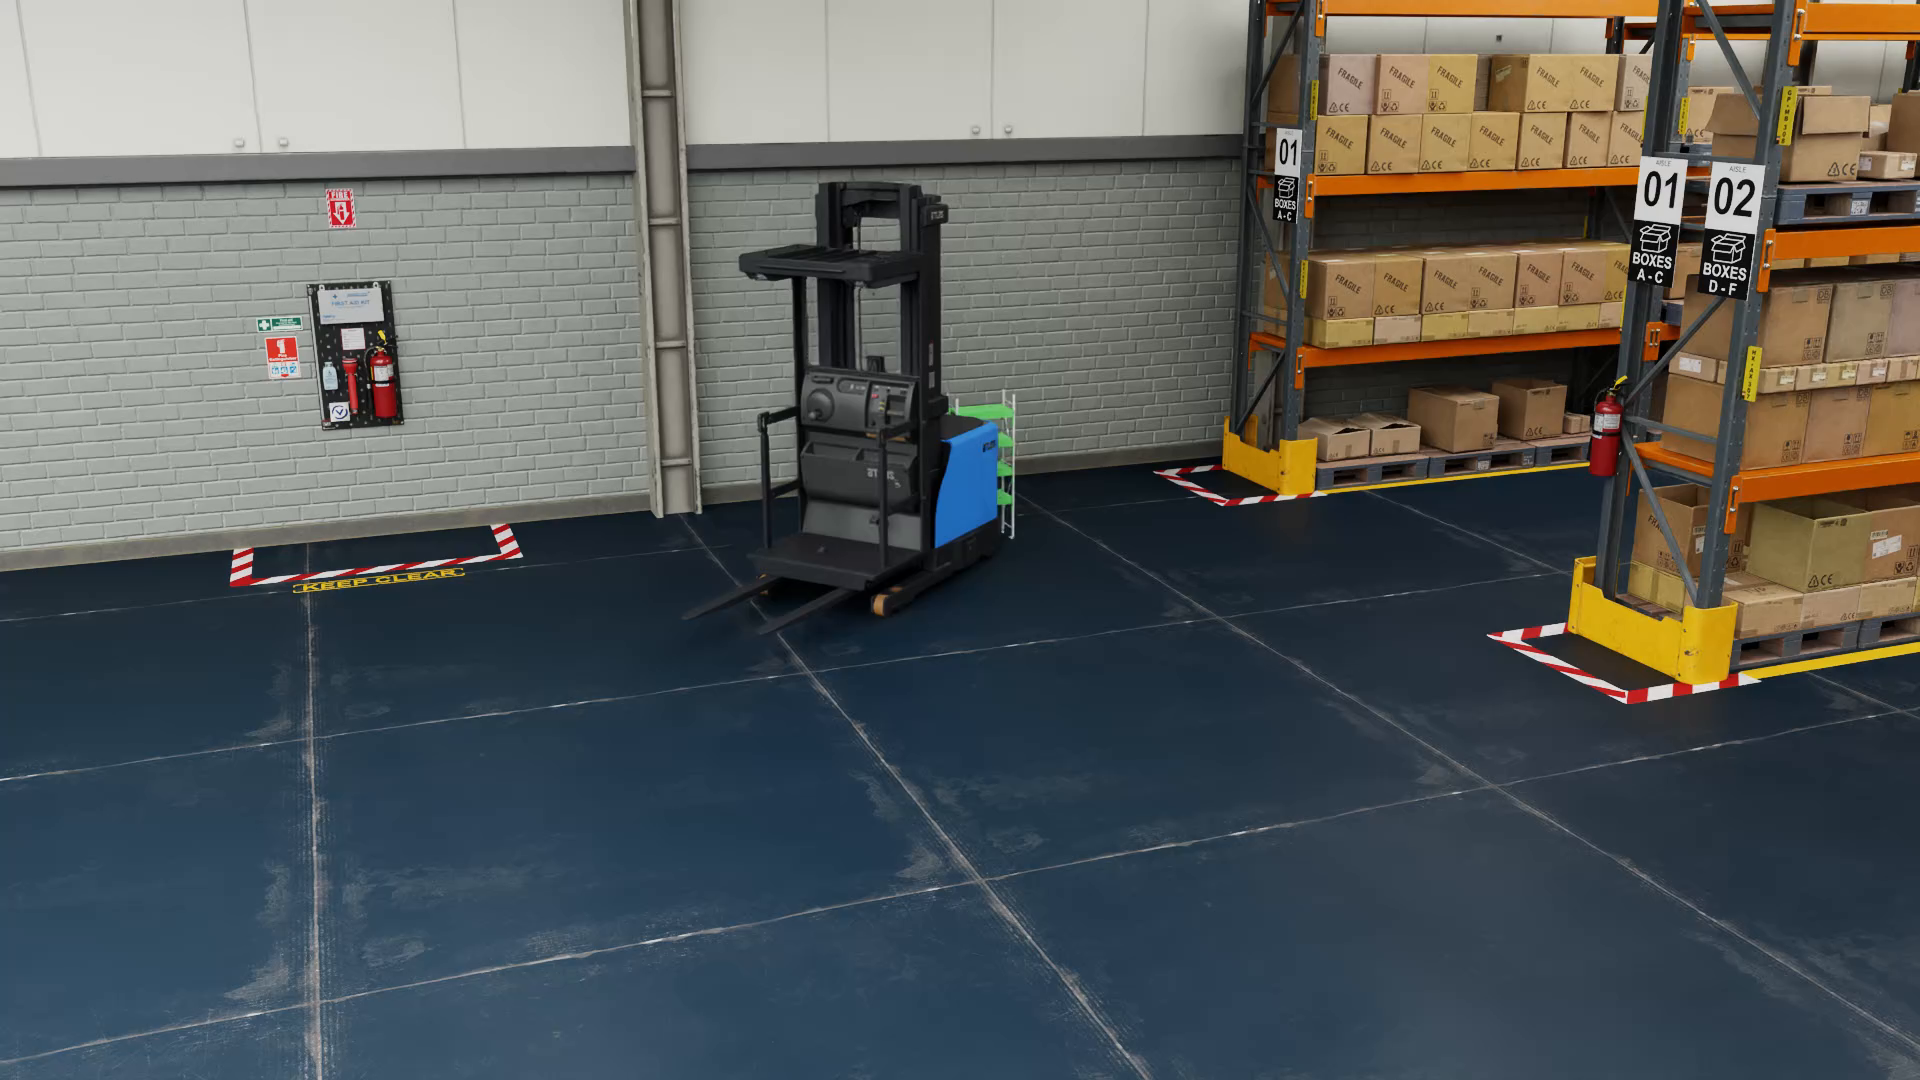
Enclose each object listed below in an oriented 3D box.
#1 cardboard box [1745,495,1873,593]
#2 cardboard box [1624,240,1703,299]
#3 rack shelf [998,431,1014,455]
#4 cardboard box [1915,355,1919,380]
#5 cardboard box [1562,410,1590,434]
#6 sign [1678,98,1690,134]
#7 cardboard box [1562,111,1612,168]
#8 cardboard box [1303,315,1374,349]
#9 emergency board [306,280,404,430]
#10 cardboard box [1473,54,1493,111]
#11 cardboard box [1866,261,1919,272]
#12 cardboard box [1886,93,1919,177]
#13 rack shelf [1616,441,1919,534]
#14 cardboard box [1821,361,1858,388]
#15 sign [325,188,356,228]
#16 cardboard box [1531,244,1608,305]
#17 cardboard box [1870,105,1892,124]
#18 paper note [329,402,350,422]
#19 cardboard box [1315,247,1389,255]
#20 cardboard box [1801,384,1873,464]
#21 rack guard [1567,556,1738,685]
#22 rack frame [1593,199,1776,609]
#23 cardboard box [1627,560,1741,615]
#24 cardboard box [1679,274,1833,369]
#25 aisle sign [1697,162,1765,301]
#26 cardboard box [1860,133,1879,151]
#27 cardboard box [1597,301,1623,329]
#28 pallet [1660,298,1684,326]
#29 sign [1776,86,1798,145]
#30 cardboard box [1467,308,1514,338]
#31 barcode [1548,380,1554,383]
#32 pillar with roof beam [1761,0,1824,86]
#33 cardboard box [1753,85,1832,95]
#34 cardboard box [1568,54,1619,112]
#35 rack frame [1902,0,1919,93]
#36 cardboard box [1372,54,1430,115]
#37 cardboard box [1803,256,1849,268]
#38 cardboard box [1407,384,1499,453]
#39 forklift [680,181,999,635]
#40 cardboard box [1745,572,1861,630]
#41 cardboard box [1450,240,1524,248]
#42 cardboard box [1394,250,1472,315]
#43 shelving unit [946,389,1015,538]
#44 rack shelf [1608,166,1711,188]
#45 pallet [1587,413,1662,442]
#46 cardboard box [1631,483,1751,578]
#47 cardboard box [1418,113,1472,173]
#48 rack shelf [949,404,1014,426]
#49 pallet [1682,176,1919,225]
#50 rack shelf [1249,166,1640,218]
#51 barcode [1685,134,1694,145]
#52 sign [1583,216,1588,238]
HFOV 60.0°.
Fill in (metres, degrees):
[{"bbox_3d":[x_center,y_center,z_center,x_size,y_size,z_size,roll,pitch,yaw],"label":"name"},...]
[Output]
[{"bbox_3d":[5.616,0.018,11.016,0.500,0.500,0.500,-6,17,-20],"label":"cardboard box"},{"bbox_3d":[7.016,-2.701,16.513,0.500,0.500,0.700,-6,17,-20],"label":"cardboard box"},{"bbox_3d":[0.165,-0.765,13.450,0.480,0.148,0.258,-6,17,-20],"label":"rack shelf"},{"bbox_3d":[6.215,-1.166,10.915,0.250,0.149,0.380,-6,18,-21],"label":"cardboard box"},{"bbox_3d":[6.040,-1.189,16.572,0.250,0.166,0.380,-9,18,-27],"label":"cardboard box"},{"bbox_3d":[6.730,-3.945,15.466,0.005,0.325,0.100,-6,17,-20],"label":"sign"},{"bbox_3d":[5.669,-3.733,15.449,0.500,0.500,0.500,-8,18,-25],"label":"cardboard box"},{"bbox_3d":[3.363,-1.899,14.973,0.500,0.250,0.500,-7,18,-22],"label":"cardboard box"},{"bbox_3d":[-4.786,-1.450,13.213,0.643,1.169,0.194,-6,17,-20],"label":"emergency board"},{"bbox_3d":[4.549,-4.235,15.386,0.500,0.500,0.500,-6,17,-20],"label":"cardboard box"},{"bbox_3d":[6.487,-1.569,11.136,0.500,0.500,0.700,-6,17,-20],"label":"cardboard box"},{"bbox_3d":[6.218,-2.545,10.445,0.500,0.500,0.500,-6,17,-20],"label":"cardboard box"},{"bbox_3d":[6.437,-0.550,11.423,4.000,0.370,1.077,-6,17,-20],"label":"rack shelf"},{"bbox_3d":[5.492,-1.087,10.649,0.250,0.149,0.380,-6,17,-20],"label":"cardboard box"},{"bbox_3d":[-4.829,-2.588,12.973,0.199,0.298,0.001,-6,17,-20],"label":"sign"},{"bbox_3d":[5.734,-2.516,15.742,0.500,0.500,0.500,-6,17,-20],"label":"cardboard box"},{"bbox_3d":[9.020,-4.195,17.017,0.637,0.503,0.797,-4,17,-12],"label":"cardboard box"},{"bbox_3d":[-4.976,-1.028,13.338,0.142,0.148,0.016,-6,17,-20],"label":"paper note"},{"bbox_3d":[3.631,-2.445,15.501,0.500,0.500,0.500,-6,17,-19],"label":"cardboard box"},{"bbox_3d":[5.499,-0.839,10.954,0.500,0.500,0.700,-6,17,-19],"label":"cardboard box"},{"bbox_3d":[4.547,0.509,10.979,0.348,0.500,1.175,-6,17,-20],"label":"rack guard"},{"bbox_3d":[4.570,-0.693,10.635,0.127,3.000,1.000,-6,17,-20],"label":"rack frame"},{"bbox_3d":[4.965,0.293,11.412,0.500,0.250,0.500,-6,17,-20],"label":"cardboard box"},{"bbox_3d":[5.060,-1.413,10.605,0.500,0.500,0.700,-6,17,-20],"label":"cardboard box"},{"bbox_3d":[4.618,-1.853,9.972,0.004,0.787,0.394,-6,17,-20],"label":"aisle sign"},{"bbox_3d":[5.551,-2.515,10.786,0.500,0.250,0.500,-6,17,-20],"label":"cardboard box"},{"bbox_3d":[6.195,-2.210,16.029,0.500,0.250,0.500,-6,17,-20],"label":"cardboard box"},{"bbox_3d":[7.295,-2.346,16.604,1.213,0.211,1.003,-6,17,-20],"label":"pallet"},{"bbox_3d":[4.763,-2.443,9.579,0.005,0.325,0.100,-6,17,-20],"label":"sign"},{"bbox_3d":[4.793,-2.056,15.505,0.500,0.250,0.500,-6,17,-20],"label":"cardboard box"},{"bbox_3d":[5.939,-1.573,16.720,0.075,0.075,0.001,-6,17,-20],"label":"barcode"},{"bbox_3d":[10.281,-4.645,13.445,0.400,9.000,9.100,-6,17,-20],"label":"pillar with roof beam"},{"bbox_3d":[8.220,-4.247,16.489,0.500,0.500,0.500,-7,18,-22],"label":"cardboard box"},{"bbox_3d":[5.647,-4.196,15.251,0.500,0.500,0.500,-5,17,-17],"label":"cardboard box"},{"bbox_3d":[10.264,-5.681,16.973,0.127,3.000,1.000,-6,17,-20],"label":"rack frame"},{"bbox_3d":[3.727,-3.985,14.533,0.500,0.500,0.500,-6,18,-21],"label":"cardboard box"},{"bbox_3d":[8.673,-2.880,17.124,0.500,0.500,0.700,-6,17,-20],"label":"cardboard box"},{"bbox_3d":[4.707,-1.172,15.922,0.500,0.500,0.700,-7,18,-24],"label":"cardboard box"},{"bbox_3d":[-0.840,-1.004,11.816,1.130,2.935,3.031,9,19,27],"label":"forklift"},{"bbox_3d":[5.616,0.378,11.123,0.500,0.250,0.500,-6,17,-20],"label":"cardboard box"},{"bbox_3d":[5.063,-2.604,16.043,0.500,0.500,0.500,-6,17,-19],"label":"cardboard box"},{"bbox_3d":[4.297,-2.360,15.212,0.500,0.500,0.500,-7,18,-22],"label":"cardboard box"},{"bbox_3d":[0.165,-0.596,13.500,0.503,1.200,0.258,-6,17,-20],"label":"shelving unit"},{"bbox_3d":[8.396,-3.695,16.811,4.000,0.370,1.077,-6,17,-20],"label":"rack shelf"},{"bbox_3d":[7.255,-1.140,17.107,1.213,0.211,1.003,-6,17,-20],"label":"pallet"},{"bbox_3d":[4.964,-0.068,11.308,0.500,0.500,0.500,-6,17,-20],"label":"cardboard box"},{"bbox_3d":[4.193,-3.559,14.857,0.500,0.500,0.500,-5,17,-18],"label":"cardboard box"},{"bbox_3d":[0.165,-0.996,13.383,0.480,0.148,0.258,-6,17,-20],"label":"rack shelf"},{"bbox_3d":[5.239,-2.154,10.444,1.213,0.211,1.003,-6,17,-20],"label":"pallet"},{"bbox_3d":[4.661,-3.292,15.437,4.000,0.370,1.077,-6,17,-20],"label":"rack shelf"},{"bbox_3d":[4.679,-2.568,10.666,0.075,0.075,0.001,-6,17,-20],"label":"barcode"},{"bbox_3d":[6.327,-3.101,16.778,0.005,0.325,0.100,-6,17,-20],"label":"sign"}]
